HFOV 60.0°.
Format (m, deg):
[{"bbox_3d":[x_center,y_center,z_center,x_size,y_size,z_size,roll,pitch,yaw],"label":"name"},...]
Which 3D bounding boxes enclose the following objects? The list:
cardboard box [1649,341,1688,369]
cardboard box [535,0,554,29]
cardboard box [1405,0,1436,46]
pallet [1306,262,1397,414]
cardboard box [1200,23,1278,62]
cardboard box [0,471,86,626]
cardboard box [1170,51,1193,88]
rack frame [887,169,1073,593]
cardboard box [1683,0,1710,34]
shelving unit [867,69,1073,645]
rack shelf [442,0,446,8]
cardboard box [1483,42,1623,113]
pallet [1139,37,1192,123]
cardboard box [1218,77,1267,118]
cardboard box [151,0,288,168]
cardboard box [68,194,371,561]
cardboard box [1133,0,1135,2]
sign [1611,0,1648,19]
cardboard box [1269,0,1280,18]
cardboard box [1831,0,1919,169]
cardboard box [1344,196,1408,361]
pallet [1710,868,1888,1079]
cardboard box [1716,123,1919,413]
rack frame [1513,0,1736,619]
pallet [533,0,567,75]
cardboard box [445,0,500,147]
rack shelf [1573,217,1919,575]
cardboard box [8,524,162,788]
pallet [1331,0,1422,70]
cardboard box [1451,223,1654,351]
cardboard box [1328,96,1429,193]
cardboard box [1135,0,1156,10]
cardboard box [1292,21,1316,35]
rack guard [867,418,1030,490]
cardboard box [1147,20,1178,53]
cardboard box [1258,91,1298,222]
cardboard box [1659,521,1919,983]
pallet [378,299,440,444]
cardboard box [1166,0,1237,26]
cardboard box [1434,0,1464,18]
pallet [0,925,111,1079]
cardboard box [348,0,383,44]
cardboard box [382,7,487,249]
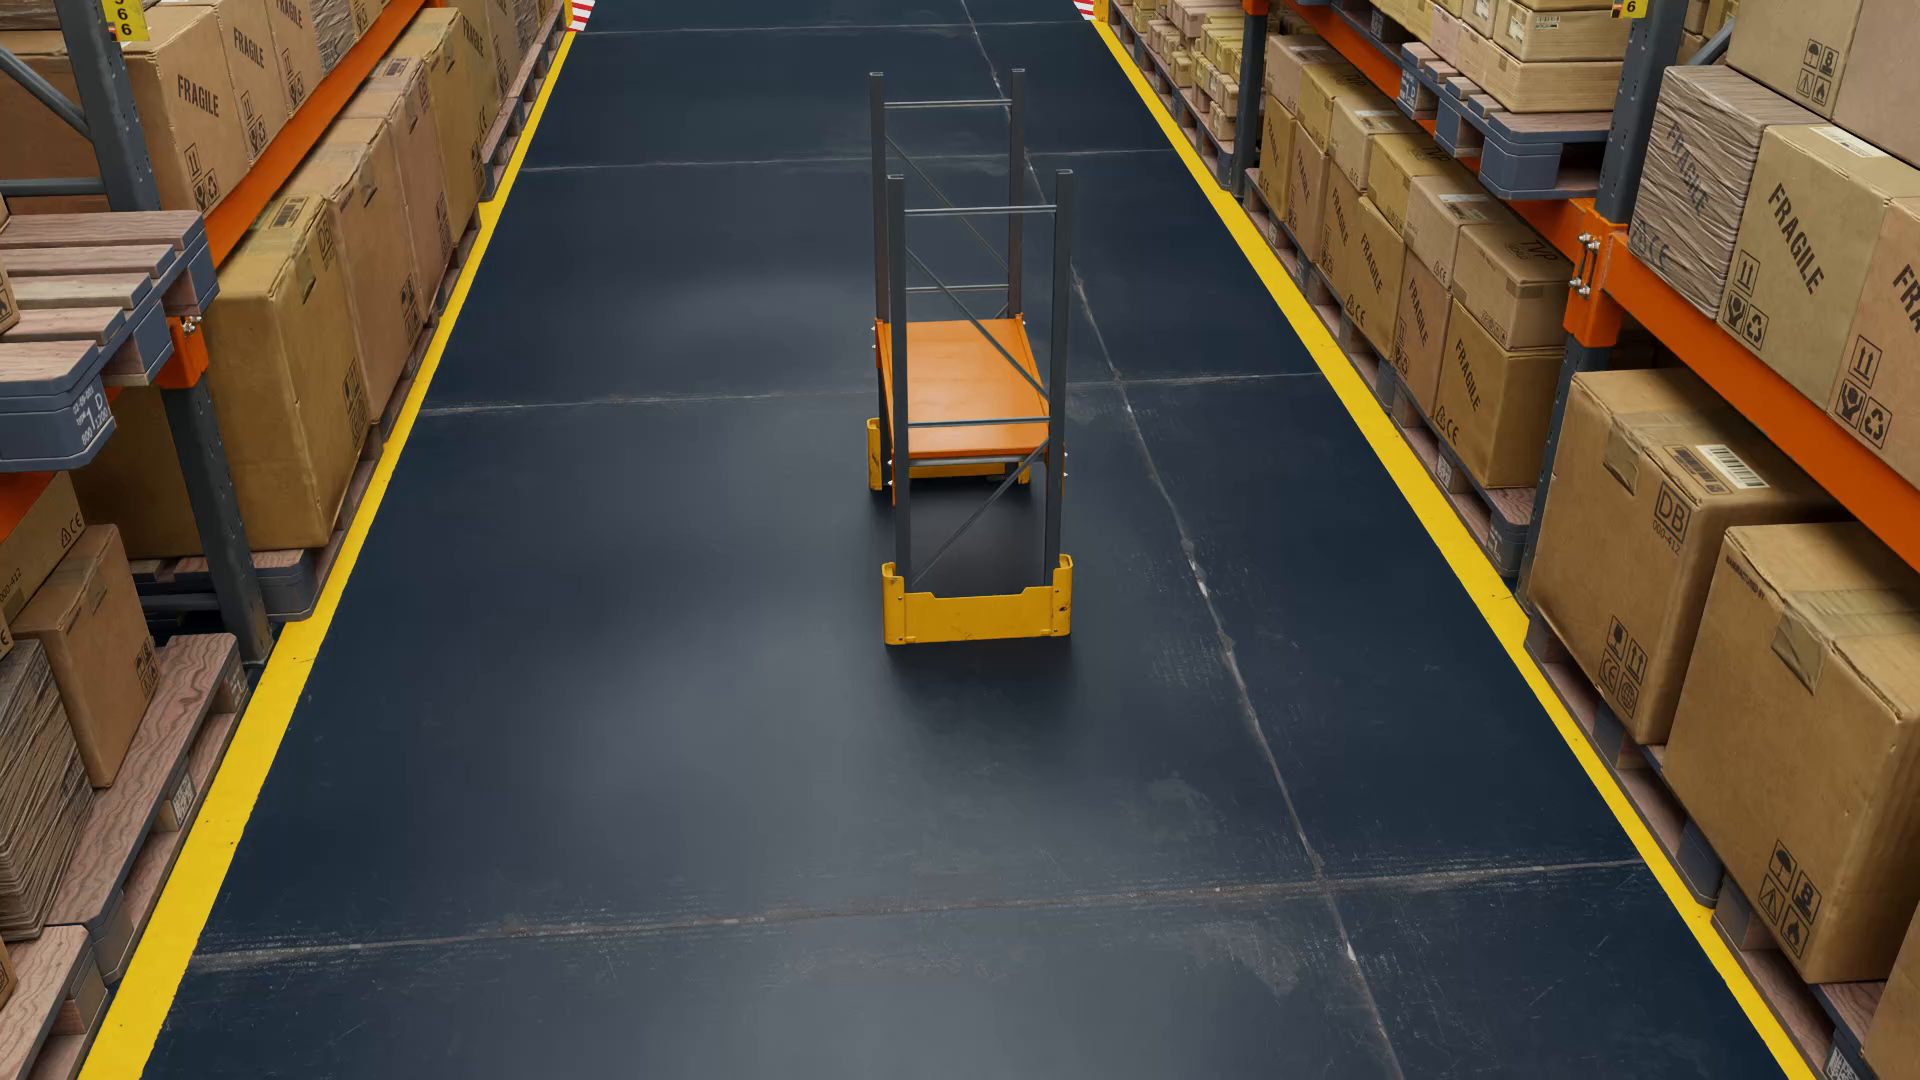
[{"bbox_3d":[2.500,-0.572,5.810,0.500,0.500,0.500,-4,31,-7],"label":"cardboard box"},{"bbox_3d":[-3.243,-3.935,11.075,0.875,0.875,0.875,-3,31,-5],"label":"cardboard box"},{"bbox_3d":[1.743,-1.779,5.639,0.380,0.149,0.250,-3,31,-5],"label":"cardboard box"},{"bbox_3d":[2.130,-0.915,7.075,1.003,0.211,1.213,-3,31,-5],"label":"pallet"},{"bbox_3d":[1.552,-2.770,9.252,0.380,0.149,0.250,-3,31,-5],"label":"cardboard box"},{"bbox_3d":[-2.543,-0.002,4.106,0.500,0.250,0.500,-2,31,-3],"label":"cardboard box"},{"bbox_3d":[1.466,-2.802,9.887,0.380,0.149,0.250,-3,31,-5],"label":"cardboard box"},{"bbox_3d":[0.055,-0.341,4.858,0.500,1.500,0.032,-3,31,-5],"label":"rack frame"},{"bbox_3d":[2.440,-1.686,5.193,0.380,0.149,0.250,-1,31,-2],"label":"cardboard box"},{"bbox_3d":[0.007,-0.605,5.300,0.587,1.500,1.083,-3,31,-5],"label":"shelving unit"},{"bbox_3d":[-3.196,-3.660,9.653,1.077,0.370,4.000,-3,31,-5],"label":"rack shelf"},{"bbox_3d":[1.809,-1.394,4.993,0.380,0.149,0.250,-2,31,-4],"label":"cardboard box"},{"bbox_3d":[1.723,-2.902,10.402,1.003,0.211,1.213,-3,31,-5],"label":"pallet"},{"bbox_3d":[1.593,-2.363,8.862,0.380,0.149,0.250,-2,31,-4],"label":"cardboard box"},{"bbox_3d":[-2.460,-1.472,5.193,0.500,0.500,0.500,-4,31,-6],"label":"cardboard box"},{"bbox_3d":[-2.679,-0.527,5.369,1.225,0.875,0.875,-4,31,-7],"label":"cardboard box"},{"bbox_3d":[1.401,-3.719,11.423,0.380,0.149,0.250,-3,31,-5],"label":"cardboard box"},{"bbox_3d":[1.773,-1.523,4.324,0.100,0.325,0.005,-3,31,-5],"label":"sign"},{"bbox_3d":[1.976,-3.202,9.977,0.380,0.149,0.250,-4,31,-7],"label":"cardboard box"},{"bbox_3d":[2.393,-1.076,3.553,0.700,0.500,0.500,-3,31,-5],"label":"cardboard box"},{"bbox_3d":[1.880,-1.056,6.621,0.500,0.500,0.500,-4,31,-7],"label":"cardboard box"},{"bbox_3d":[2.422,1.133,3.647,1.003,0.211,1.213,-3,31,-5],"label":"pallet"},{"bbox_3d":[2.136,-0.633,3.786,0.500,0.500,0.500,-3,31,-5],"label":"cardboard box"},{"bbox_3d":[2.312,-1.091,4.652,1.000,3.000,0.127,-3,31,-5],"label":"rack frame"},{"bbox_3d":[-3.230,-3.388,11.216,1.003,0.211,1.213,-3,31,-5],"label":"pallet"},{"bbox_3d":[-2.991,-2.556,8.767,0.875,0.875,0.875,-3,31,-5],"label":"cardboard box"},{"bbox_3d":[2.499,0.239,3.127,1.077,0.370,4.000,-3,31,-5],"label":"rack shelf"},{"bbox_3d":[-2.553,0.320,4.297,0.700,0.500,0.500,-4,31,-7],"label":"cardboard box"},{"bbox_3d":[2.086,-2.018,6.390,1.003,0.211,1.213,-3,31,-5],"label":"pallet"},{"bbox_3d":[1.987,-0.857,5.556,0.500,0.250,0.500,-3,31,-6],"label":"cardboard box"},{"bbox_3d":[1.840,-1.640,6.868,0.500,0.250,0.500,-2,31,-3],"label":"cardboard box"},{"bbox_3d":[1.354,-3.581,10.900,0.380,0.149,0.250,-2,31,-3],"label":"cardboard box"},{"bbox_3d":[2.073,-2.801,9.305,0.380,0.149,0.250,-3,31,-5],"label":"cardboard box"},{"bbox_3d":[-0.039,-0.323,6.046,0.587,0.250,0.087,-3,31,-5],"label":"rack guard"},{"bbox_3d":[1.401,-3.200,10.553,0.380,0.149,0.250,-4,31,-7],"label":"cardboard box"},{"bbox_3d":[1.743,-1.851,7.951,0.500,0.500,0.500,-2,31,-3],"label":"cardboard box"},{"bbox_3d":[2.365,0.456,3.846,1.050,0.750,0.750,-2,31,-4],"label":"cardboard box"},{"bbox_3d":[-2.745,-0.736,6.776,1.003,0.211,1.213,-3,31,-5],"label":"pallet"},{"bbox_3d":[1.451,-3.177,9.934,0.380,0.149,0.250,-4,31,-6],"label":"cardboard box"},{"bbox_3d":[1.759,-1.792,5.371,0.380,0.149,0.250,-2,31,-3],"label":"cardboard box"},{"bbox_3d":[-2.453,1.312,3.347,1.003,0.211,1.213,-3,31,-5],"label":"pallet"},{"bbox_3d":[-2.599,-2.245,6.486,0.500,0.500,0.500,-3,31,-5],"label":"cardboard box"},{"bbox_3d":[-2.930,-1.890,7.651,1.225,0.875,0.875,-3,31,-4],"label":"cardboard box"}]
